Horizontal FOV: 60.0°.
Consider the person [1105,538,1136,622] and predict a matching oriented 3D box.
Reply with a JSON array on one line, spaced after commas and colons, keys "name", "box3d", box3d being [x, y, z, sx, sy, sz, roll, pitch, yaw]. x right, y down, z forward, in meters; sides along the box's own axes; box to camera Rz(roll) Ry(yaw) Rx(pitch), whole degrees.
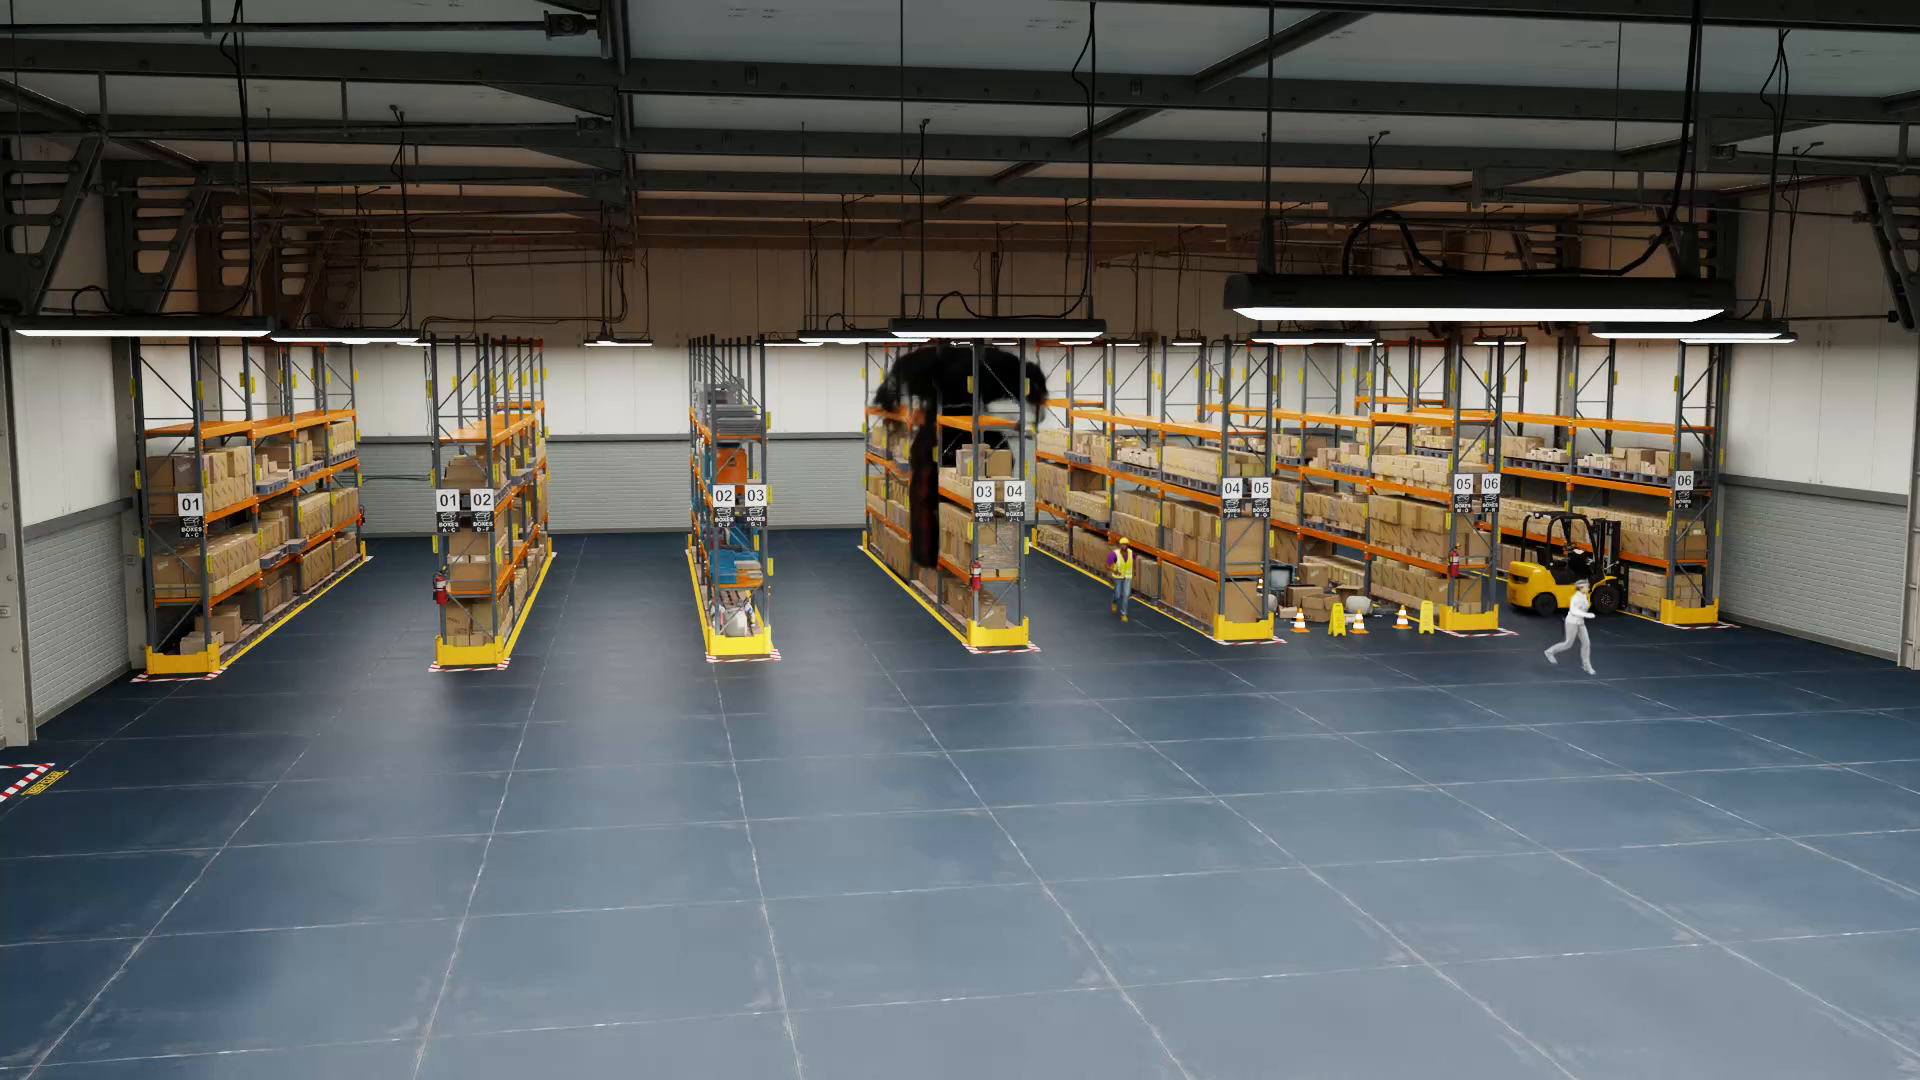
[{"name": "person", "box3d": [3.432, 0.812, 35.325, 0.725, 1.756, 0.996, -1, 7, -12]}]

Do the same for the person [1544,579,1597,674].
[{"name": "person", "box3d": [10.931, 1.517, 29.674, 0.950, 1.699, 0.649, 5, 8, 40]}]

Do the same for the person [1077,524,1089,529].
[{"name": "person", "box3d": [3.798, -0.819, 49.906, 0.644, 1.687, 0.665, -2, 7, -18]}]
